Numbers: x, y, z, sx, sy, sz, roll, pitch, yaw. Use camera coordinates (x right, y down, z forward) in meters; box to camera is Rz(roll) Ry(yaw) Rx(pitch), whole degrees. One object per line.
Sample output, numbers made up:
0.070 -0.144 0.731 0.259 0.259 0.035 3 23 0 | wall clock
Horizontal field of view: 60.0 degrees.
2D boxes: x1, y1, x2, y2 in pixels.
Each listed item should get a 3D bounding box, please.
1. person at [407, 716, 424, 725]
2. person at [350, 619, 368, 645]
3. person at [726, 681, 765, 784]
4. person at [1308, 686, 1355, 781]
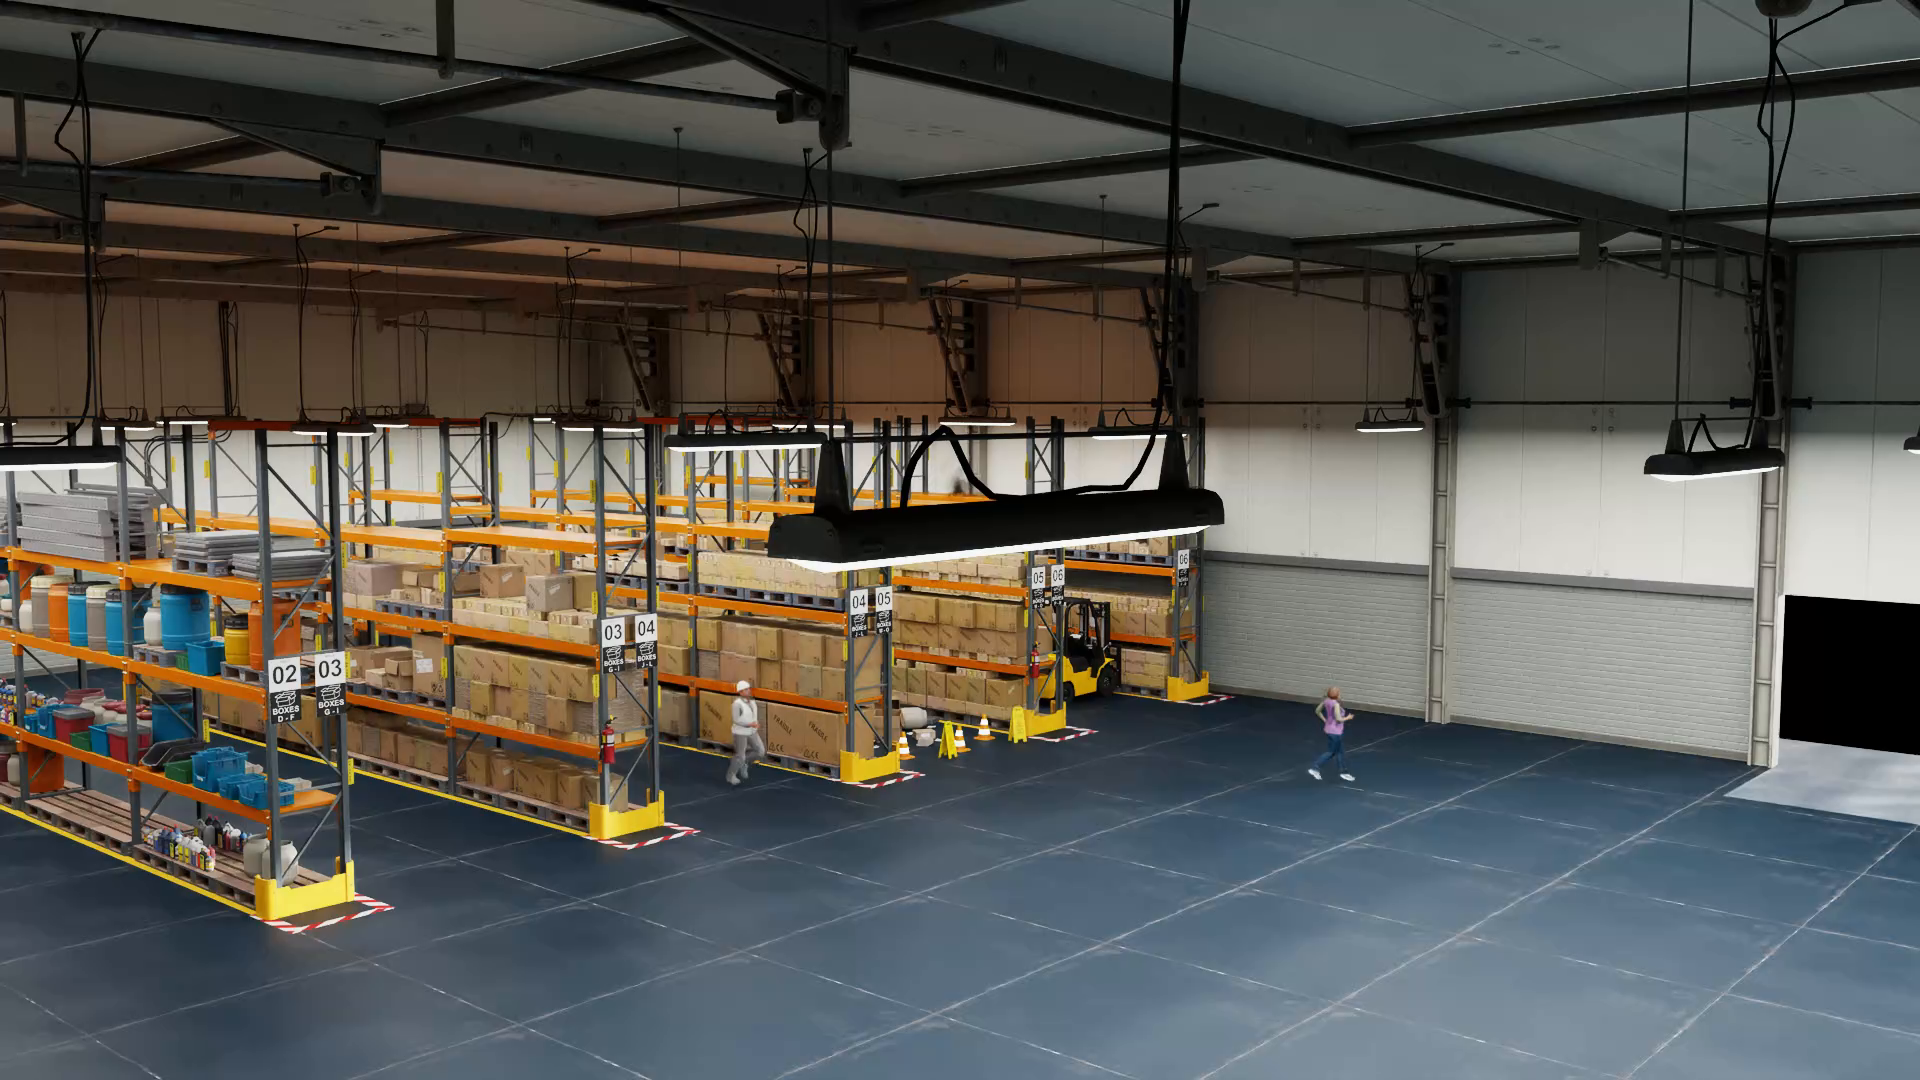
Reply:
-10.398 2.905 31.575 0.784 1.666 0.623 4 6 42 | person
-14.154 2.176 39.433 0.675 1.790 0.762 2 5 28 | person
-3.525 3.173 27.493 0.756 1.726 0.678 3 6 33 | person
6.182 3.217 27.558 0.806 1.607 0.531 -1 5 -6 | person
